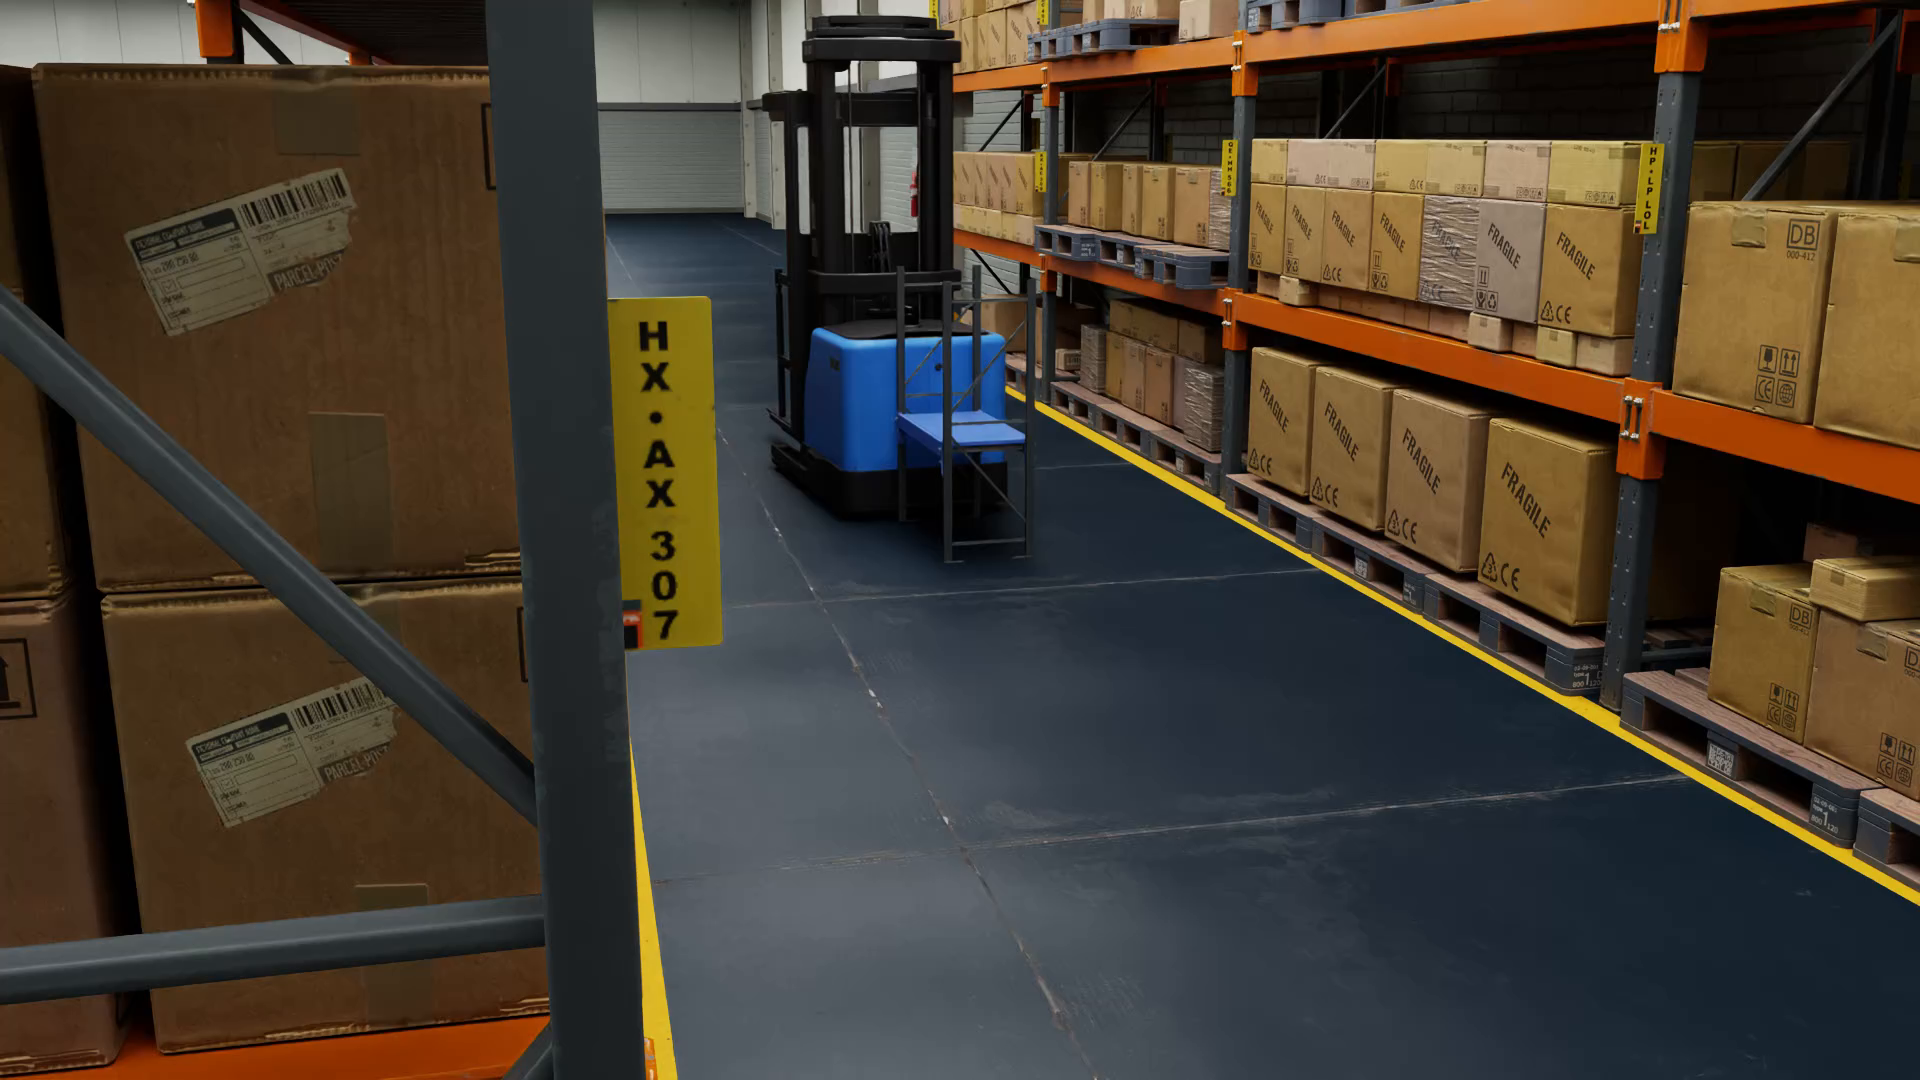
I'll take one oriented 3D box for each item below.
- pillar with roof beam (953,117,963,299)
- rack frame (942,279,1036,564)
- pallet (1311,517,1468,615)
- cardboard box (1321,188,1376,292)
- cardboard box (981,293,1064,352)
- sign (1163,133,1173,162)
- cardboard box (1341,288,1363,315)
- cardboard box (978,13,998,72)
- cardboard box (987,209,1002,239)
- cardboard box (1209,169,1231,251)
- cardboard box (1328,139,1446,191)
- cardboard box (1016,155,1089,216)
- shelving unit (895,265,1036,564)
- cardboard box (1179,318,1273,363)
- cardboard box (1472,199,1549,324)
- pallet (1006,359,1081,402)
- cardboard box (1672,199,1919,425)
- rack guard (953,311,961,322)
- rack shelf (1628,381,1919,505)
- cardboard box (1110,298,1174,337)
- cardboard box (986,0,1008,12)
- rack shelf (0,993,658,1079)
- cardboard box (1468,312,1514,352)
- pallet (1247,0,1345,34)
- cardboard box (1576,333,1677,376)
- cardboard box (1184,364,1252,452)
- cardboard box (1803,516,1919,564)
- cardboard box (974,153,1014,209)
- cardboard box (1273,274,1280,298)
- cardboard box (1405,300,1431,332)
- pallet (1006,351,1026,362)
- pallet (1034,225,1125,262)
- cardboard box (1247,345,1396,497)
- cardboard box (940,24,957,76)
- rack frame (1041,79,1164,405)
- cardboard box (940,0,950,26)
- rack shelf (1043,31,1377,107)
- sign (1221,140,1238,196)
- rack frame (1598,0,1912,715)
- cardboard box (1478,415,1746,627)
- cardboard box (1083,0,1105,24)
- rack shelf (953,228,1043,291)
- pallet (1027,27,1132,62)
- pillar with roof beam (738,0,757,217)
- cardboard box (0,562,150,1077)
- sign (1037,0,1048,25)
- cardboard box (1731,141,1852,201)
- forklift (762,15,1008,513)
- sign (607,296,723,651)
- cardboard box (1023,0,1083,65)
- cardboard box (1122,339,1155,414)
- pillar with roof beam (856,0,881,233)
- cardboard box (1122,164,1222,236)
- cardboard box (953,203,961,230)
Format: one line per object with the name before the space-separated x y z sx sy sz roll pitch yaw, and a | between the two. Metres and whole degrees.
pillar with roof beam | -4.332 -7.520 21.246 9.100 9.000 0.400 -3 14 -13
rack frame | 0.153 -0.617 8.794 0.500 1.500 0.032 -4 14 -15
pallet | 2.531 0.092 8.604 1.003 0.211 1.213 -3 14 -13
cardboard box | 2.231 -1.570 8.652 0.500 0.500 0.500 -3 14 -13
cardboard box | 0.590 -2.106 16.067 0.700 0.500 0.500 -4 14 -17
sign | 1.735 -3.246 13.954 0.100 0.325 0.005 -3 14 -13
cardboard box | 2.267 -1.293 8.885 0.380 0.149 0.250 -3 14 -12
cardboard box | 0.456 -4.631 15.490 0.500 0.500 0.500 -2 14 -10
cardboard box | 0.548 -2.912 15.299 0.500 0.250 0.500 -3 14 -13
cardboard box | 2.016 -2.099 10.562 0.700 0.500 0.500 -5 15 -20
cardboard box | 2.240 -1.938 8.580 0.500 0.250 0.500 -3 14 -13
cardboard box | 0.785 -3.045 14.264 0.500 0.500 0.500 -3 14 -13
shelving unit | 0.016 -0.733 9.269 0.538 1.500 1.048 -4 14 -15
cardboard box | 1.843 -1.391 11.560 0.500 0.250 0.500 -3 14 -12
cardboard box | 2.592 -1.219 7.216 0.500 0.500 0.500 -3 14 -13
pallet | 1.004 -1.450 14.918 1.003 0.211 1.213 -3 14 -13
cardboard box | 3.187 -0.826 5.856 0.980 0.700 0.700 -3 14 -12
rack guard | 0.275 -2.343 17.963 1.175 0.500 0.348 -3 14 -13
rack shelf | 3.545 0.004 4.604 1.077 0.370 4.000 -3 14 -13
cardboard box | 1.492 -1.745 13.011 0.500 0.250 0.500 -4 14 -14
cardboard box | 0.543 -4.999 14.890 0.500 0.500 0.500 -4 14 -15
rack shelf | -1.269 0.281 3.471 1.077 0.370 4.000 -3 14 -13
cardboard box | 2.502 -0.933 7.413 0.380 0.149 0.250 -3 14 -13
pallet | 2.339 -2.949 9.255 1.213 0.211 1.003 -3 14 -11
cardboard box | 2.721 -0.756 6.689 0.380 0.149 0.250 -3 14 -13
cardboard box | 1.916 -0.892 11.097 0.700 0.500 0.500 -3 14 -12
cardboard box | 3.310 0.023 6.030 0.380 0.149 0.250 -3 14 -14
cardboard box | 0.431 -3.396 15.703 0.500 0.500 0.500 -3 14 -11
cardboard box | 2.039 -1.469 9.608 0.380 0.149 0.250 -3 14 -12
cardboard box | 2.414 -1.114 8.152 0.380 0.149 0.250 -3 14 -11
pallet | 0.714 -1.732 16.073 1.003 0.211 1.213 -3 14 -13
pallet | 1.235 -2.374 13.229 1.003 0.211 1.213 -3 14 -13
cardboard box | 2.181 -0.712 9.665 0.750 0.750 0.750 -3 14 -14
cardboard box | 0.093 -4.999 16.995 0.500 0.500 0.500 -3 14 -12
rack frame | 1.196 -2.652 13.961 1.000 3.000 0.127 -3 14 -13
cardboard box | 0.111 -5.473 16.830 0.500 0.500 0.500 -4 14 -17
rack shelf | 1.666 -3.298 11.802 1.077 0.370 4.000 -3 14 -13
sign | 1.611 -2.221 9.924 0.100 0.325 0.005 -3 14 -13
rack frame | 3.075 -0.806 6.407 1.000 3.000 0.127 -3 14 -13
cardboard box | 2.796 -0.109 7.197 0.750 0.750 0.750 -3 14 -13
cardboard box | 1.247 -4.231 13.009 0.500 0.500 0.500 -1 14 -5
rack shelf | 0.727 -2.764 15.935 1.077 0.370 4.000 -3 14 -13
pallet | 1.238 -3.869 13.020 1.213 0.211 1.003 -3 14 -13
pillar with roof beam | -9.968 -13.057 43.908 9.100 9.000 0.400 -3 14 -13
cardboard box | -1.169 0.257 1.846 0.500 0.500 0.500 -3 14 -11
sign | 0.671 -4.328 13.413 0.100 0.325 0.005 -3 14 -13
cardboard box | 3.220 -1.494 6.763 0.500 0.250 0.500 -3 14 -11
forklift | -0.658 -1.892 10.997 1.130 2.935 3.031 -5 14 -18
sign | -0.272 -0.057 1.518 0.100 0.325 0.005 -3 14 -13
cardboard box | 0.837 -4.271 14.014 0.500 0.500 0.500 -3 14 -12
cardboard box | 1.636 -1.246 12.547 0.700 0.500 0.500 -3 14 -13
pillar with roof beam | -5.741 -8.904 26.912 9.100 9.000 0.400 -3 14 -13
cardboard box | 1.592 -2.515 12.265 0.700 0.500 0.500 -1 14 -5
cardboard box | 0.199 -3.262 16.734 0.500 0.250 0.500 -4 14 -15
